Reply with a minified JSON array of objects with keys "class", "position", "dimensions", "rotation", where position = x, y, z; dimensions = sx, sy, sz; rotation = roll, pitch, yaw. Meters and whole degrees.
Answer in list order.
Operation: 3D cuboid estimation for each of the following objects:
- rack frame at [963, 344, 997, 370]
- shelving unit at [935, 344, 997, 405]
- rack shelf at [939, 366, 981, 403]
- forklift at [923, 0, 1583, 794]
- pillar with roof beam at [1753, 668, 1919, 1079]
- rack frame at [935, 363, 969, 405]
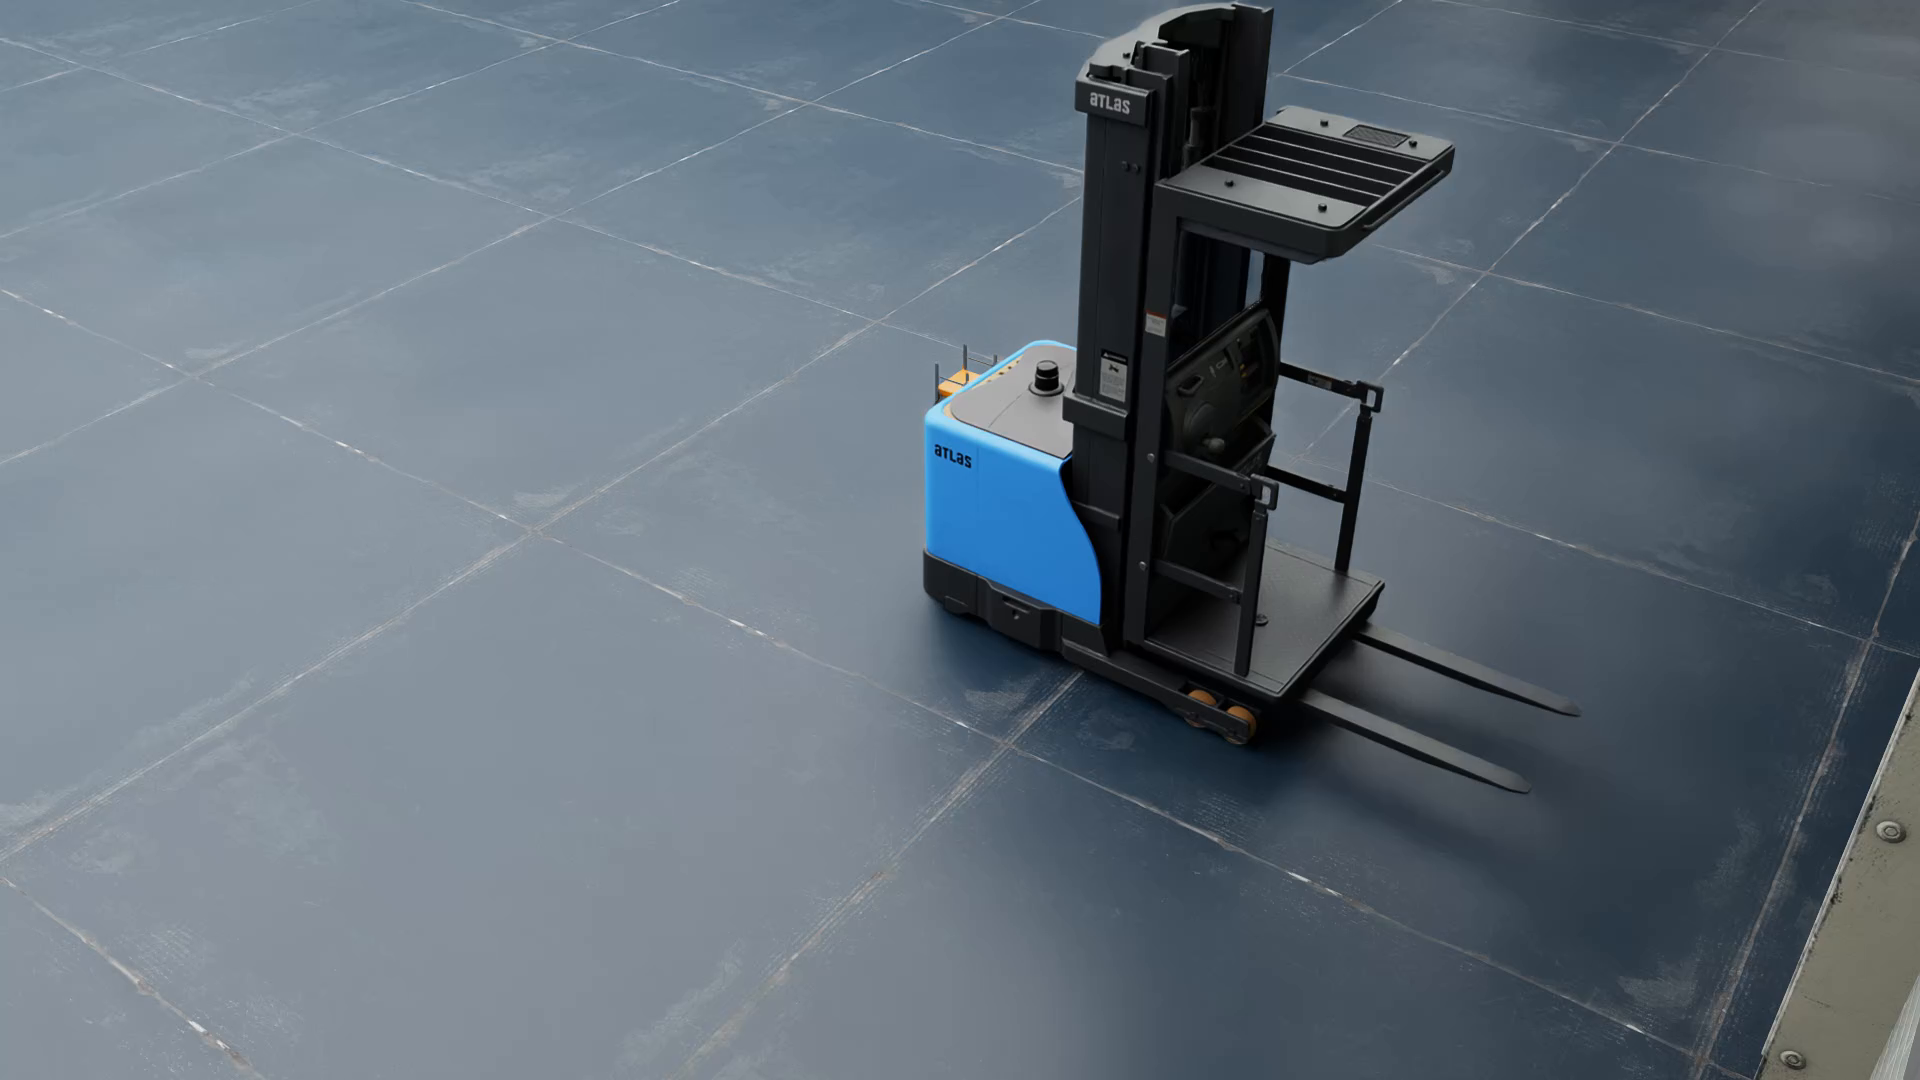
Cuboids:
[{"class":"rack frame","position":[0.100,-0.516,8.575],"dimensions":[0.200,1.050,0.008],"rotation":[21,39,28]},{"class":"shelving unit","position":[0.030,-0.460,8.492],"dimensions":[0.215,1.050,0.252],"rotation":[21,39,28]},{"class":"rack shelf","position":[0.030,-0.686,8.339],"dimensions":[0.215,0.259,0.240],"rotation":[21,39,28]},{"class":"forklift","position":[1.305,-0.644,7.085],"dimensions":[3.031,2.935,1.130],"rotation":[22,40,29]},{"class":"pillar with roof beam","position":[-0.599,-3.131,5.346],"dimensions":[9.100,9.000,0.400],"rotation":[21,39,28]},{"class":"rack frame","position":[-0.039,-0.403,8.409],"dimensions":[0.200,1.050,0.008],"rotation":[21,39,28]}]
